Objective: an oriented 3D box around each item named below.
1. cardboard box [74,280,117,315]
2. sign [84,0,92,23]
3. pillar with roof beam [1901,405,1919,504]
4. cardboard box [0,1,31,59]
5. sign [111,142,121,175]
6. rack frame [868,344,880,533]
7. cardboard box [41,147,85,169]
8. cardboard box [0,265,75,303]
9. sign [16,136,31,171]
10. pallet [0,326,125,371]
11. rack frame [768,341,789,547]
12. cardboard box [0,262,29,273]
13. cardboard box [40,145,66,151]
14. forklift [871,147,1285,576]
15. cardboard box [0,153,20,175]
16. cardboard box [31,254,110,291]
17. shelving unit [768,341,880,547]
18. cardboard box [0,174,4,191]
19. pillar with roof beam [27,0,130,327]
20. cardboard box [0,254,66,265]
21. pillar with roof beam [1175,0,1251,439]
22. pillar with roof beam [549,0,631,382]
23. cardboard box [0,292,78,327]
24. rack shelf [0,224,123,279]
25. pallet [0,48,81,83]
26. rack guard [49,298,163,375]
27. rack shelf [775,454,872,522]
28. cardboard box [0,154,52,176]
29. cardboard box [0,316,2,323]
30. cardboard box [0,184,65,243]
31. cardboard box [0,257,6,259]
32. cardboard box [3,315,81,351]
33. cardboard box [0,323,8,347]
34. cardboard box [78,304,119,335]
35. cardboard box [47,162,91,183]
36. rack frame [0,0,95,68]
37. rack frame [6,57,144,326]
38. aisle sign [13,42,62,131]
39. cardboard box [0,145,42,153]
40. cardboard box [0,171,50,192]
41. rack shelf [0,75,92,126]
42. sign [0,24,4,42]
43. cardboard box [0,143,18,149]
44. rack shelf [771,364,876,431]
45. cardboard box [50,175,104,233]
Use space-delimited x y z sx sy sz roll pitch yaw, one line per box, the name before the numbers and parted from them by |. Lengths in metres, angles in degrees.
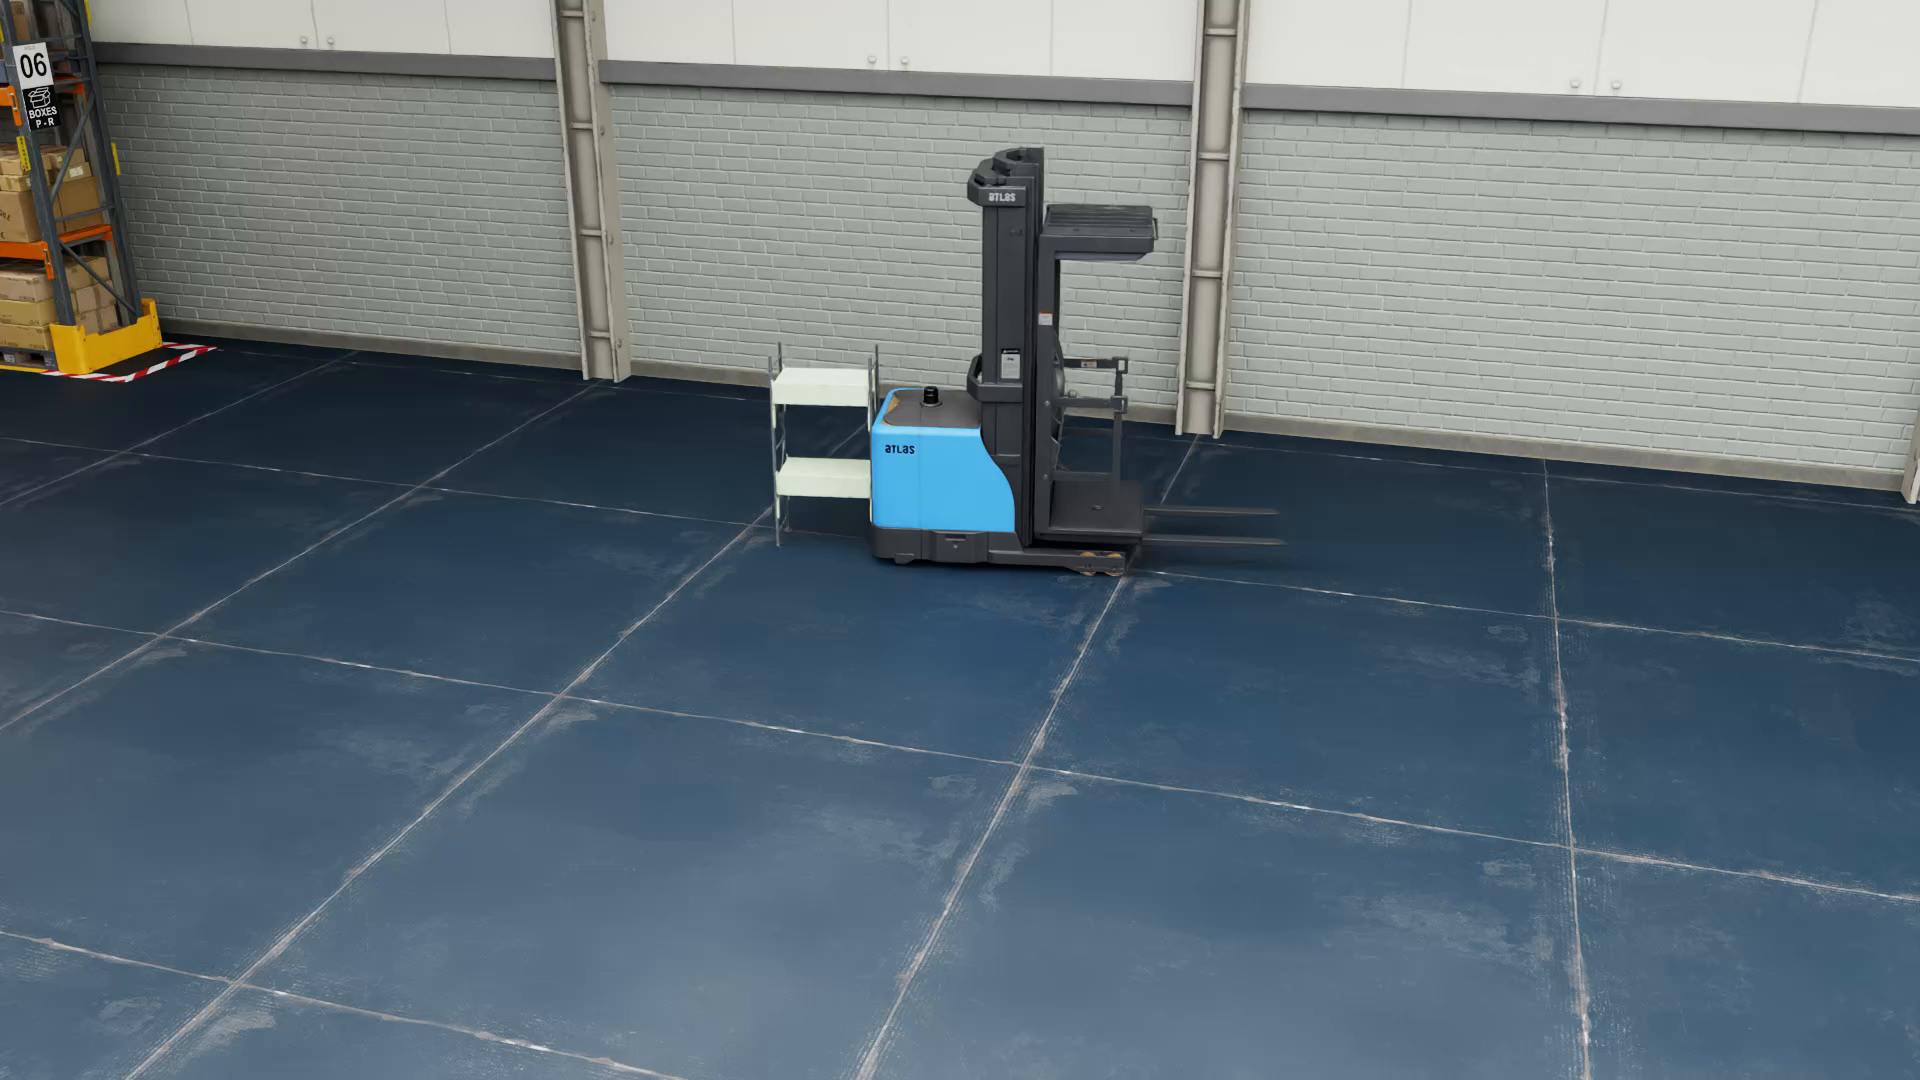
cardboard box | -9.284 -2.573 17.500 0.500 0.250 0.500 7 23 16
sign | -8.728 -5.322 16.583 0.005 0.325 0.100 7 23 16
pillar with roof beam | 6.689 -2.934 8.065 0.400 9.000 9.100 7 23 16
cardboard box | -9.388 -4.927 16.059 0.500 0.500 0.500 7 23 17
sign | -8.728 -3.930 17.154 0.005 0.325 0.100 7 23 16
rack frame | -0.636 -0.688 12.472 0.023 1.500 0.400 2 22 5
cardboard box | -9.154 -3.890 16.924 0.250 0.149 0.380 6 23 14
cardboard box | -9.425 -2.614 16.942 0.500 0.250 0.500 7 23 17
sign | -9.064 -3.742 16.102 0.005 0.325 0.100 7 23 16
pallet | -9.638 -2.071 17.540 1.213 0.211 1.003 7 23 16
rack frame | -1.365 -0.715 12.538 0.023 1.500 0.400 2 22 5
cardboard box | -9.916 -2.668 17.074 0.500 0.250 0.500 7 23 16
cardboard box | -9.391 -3.942 17.050 0.250 0.149 0.380 7 23 17
forklift | 0.896 -1.303 12.084 3.031 2.935 1.130 2 22 5
cardboard box | -9.543 -3.754 16.592 0.250 0.149 0.380 7 23 16
cardboard box | -9.300 -2.798 17.392 0.500 0.250 0.500 6 23 15
shelving unit | -1.001 -0.702 12.505 0.755 1.500 0.431 2 22 5
cardboard box | -9.560 -3.592 16.588 0.250 0.149 0.380 7 23 16
pillar with roof beam | -10.544 -4.907 12.876 0.400 9.000 9.100 7 23 16
cardboard box | -9.779 -2.852 17.522 0.500 0.250 0.500 7 23 16
pillar with roof beam | 0.944 -3.592 9.669 0.400 9.000 9.100 7 23 16
pillar with roof beam | -4.800 -4.250 11.272 0.400 9.000 9.100 7 23 16
cardboard box | -9.451 -2.385 17.044 0.500 0.250 0.500 6 23 15
rack shelf | -10.809 -3.178 17.514 4.000 0.370 1.077 7 23 16
pallet | -9.564 -4.726 16.503 1.213 0.211 1.003 7 23 16
rack guard | -8.871 -2.133 17.311 0.348 0.500 1.175 7 23 16
rack shelf | -1.001 -0.400 12.629 0.720 0.370 0.431 2 22 5
cardboard box | -9.298 -3.739 16.554 0.250 0.149 0.380 7 23 16
cardboard box | -9.928 -2.444 17.187 0.500 0.250 0.500 6 23 15
cardboard box | -9.441 -3.297 16.723 0.500 0.500 0.500 6 23 14
cardboard box | -10.255 -2.910 17.665 0.500 0.250 0.500 6 23 15
cardboard box | -9.435 -2.151 17.131 0.500 0.250 0.500 7 23 16
cardboard box | -9.909 -2.209 17.272 0.500 0.250 0.500 7 23 15
cardboard box | -9.308 -2.339 17.590 0.500 0.250 0.500 7 23 16
cardboard box | -9.144 -3.770 17.022 0.250 0.149 0.380 6 23 14
rack frame | -8.894 -6.068 15.705 0.127 3.000 1.000 7 23 16
rack frame | -8.894 -3.292 16.843 0.127 3.000 1.000 7 23 16
aisle sign | -8.916 -4.381 16.072 0.004 0.787 0.394 7 23 16
cardboard box | -9.652 -3.955 17.081 0.250 0.149 0.380 7 23 17
cardboard box | -9.307 -3.575 16.546 0.250 0.149 0.380 7 23 16
rack shelf | -10.809 -4.566 16.945 4.000 0.370 1.077 7 23 16
sign | -9.064 -4.857 15.644 0.005 0.325 0.100 7 23 16
cardboard box | -9.884 -3.988 17.161 0.250 0.149 0.380 7 23 16
rack shelf | -1.001 -1.063 12.357 0.720 0.370 0.431 2 22 5
cardboard box | -9.288 -3.494 17.203 0.500 0.500 0.500 7 23 17
